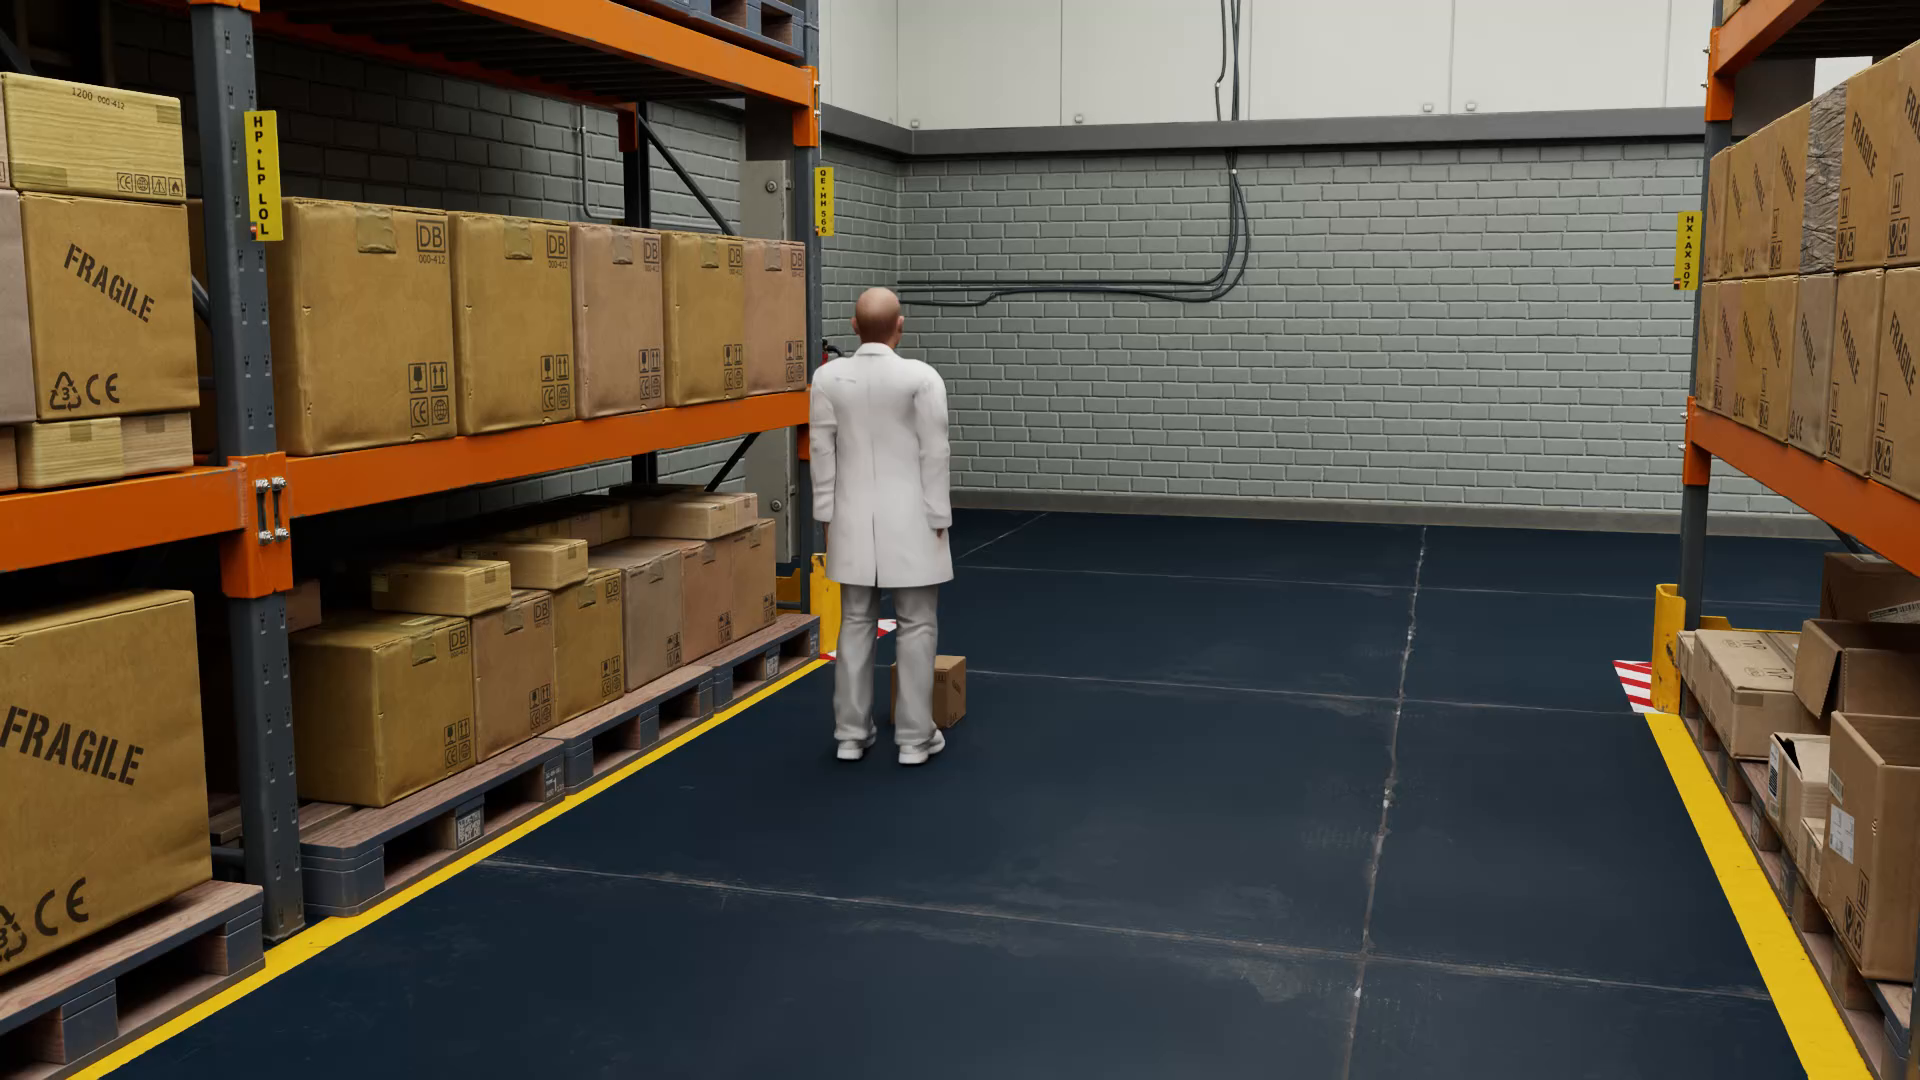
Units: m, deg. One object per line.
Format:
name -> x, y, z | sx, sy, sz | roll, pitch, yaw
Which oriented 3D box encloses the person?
person -> -0.292, -0.059, 6.301 | 0.561, 1.777, 0.377 | 3, 9, 17
